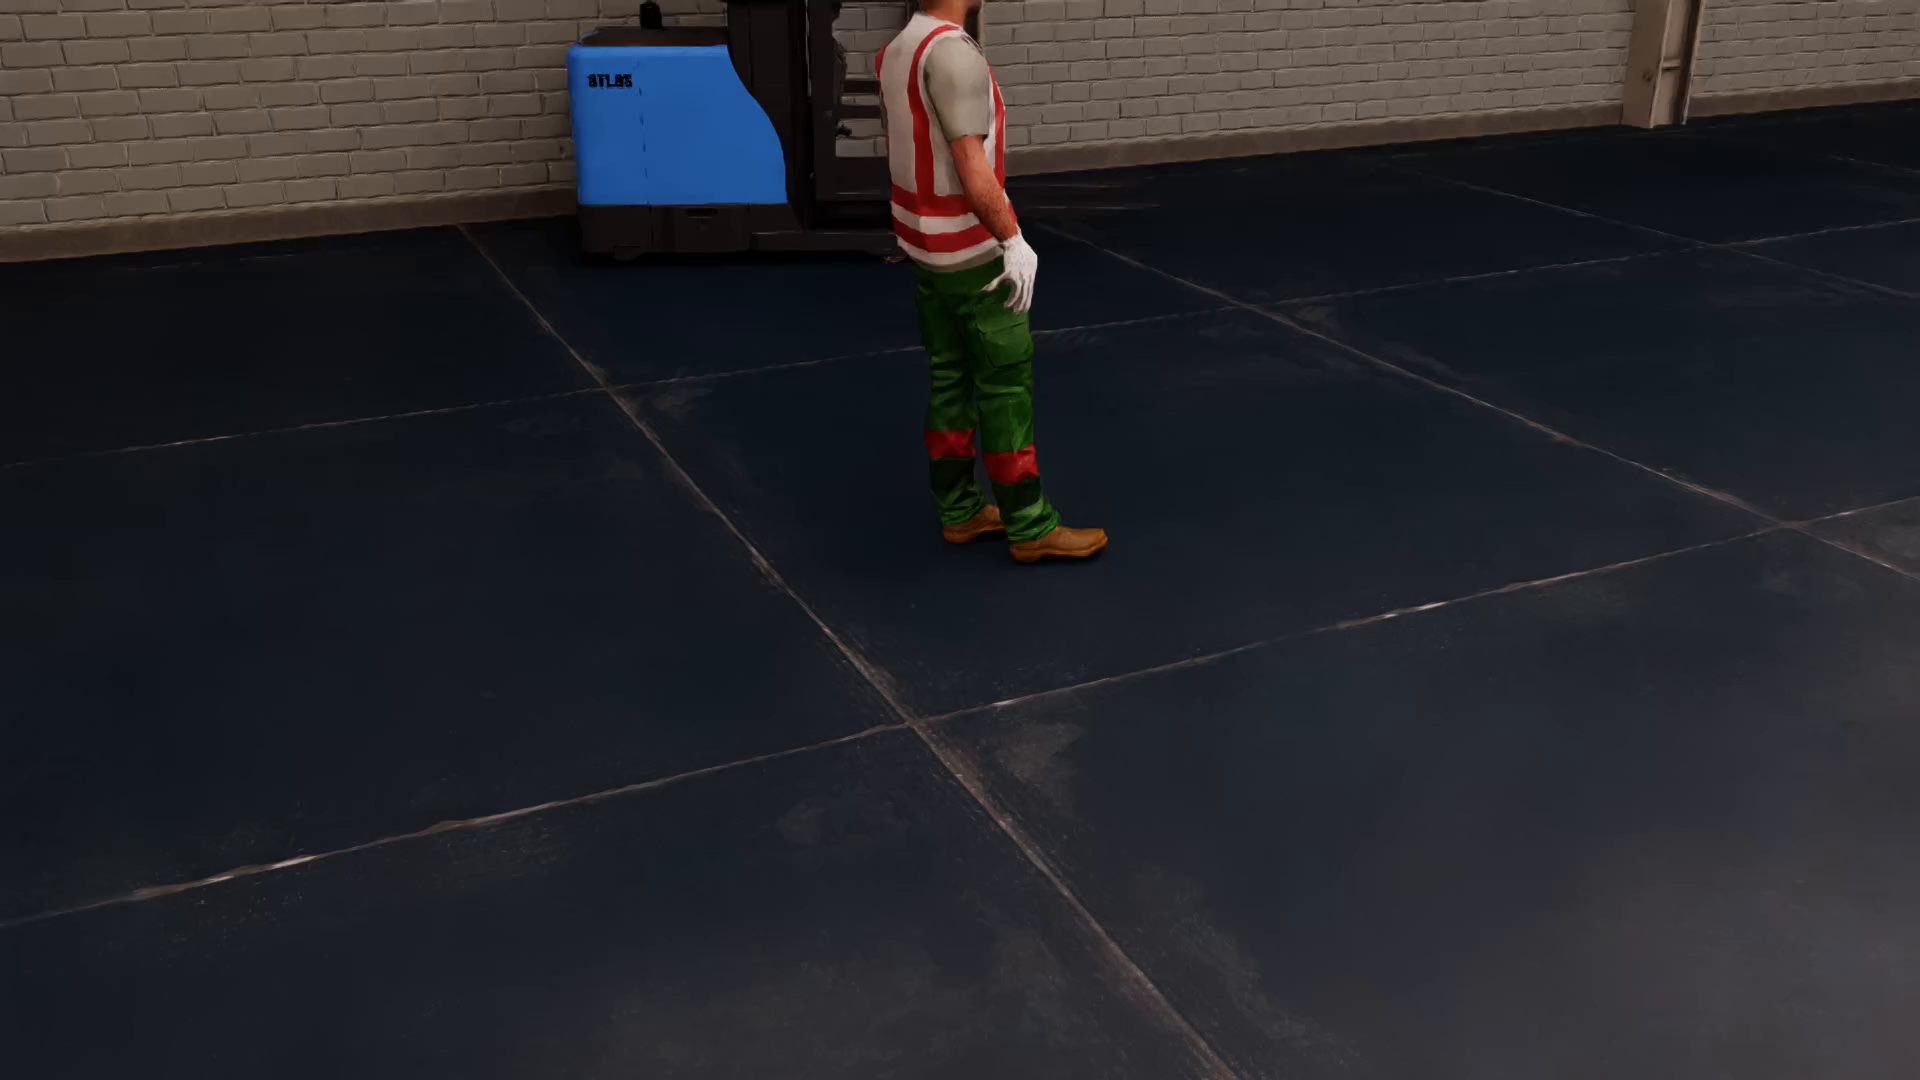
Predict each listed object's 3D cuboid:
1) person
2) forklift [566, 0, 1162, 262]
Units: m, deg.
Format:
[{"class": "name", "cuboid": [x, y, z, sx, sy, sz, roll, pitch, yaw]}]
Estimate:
[{"class": "person", "cuboid": [0.077, -0.842, 4.783, 0.563, 1.787, 0.637, -10, 25, -23]}, {"class": "forklift", "cuboid": [-0.469, -2.984, 8.468, 3.031, 2.935, 1.130, -2, 23, -5]}]
